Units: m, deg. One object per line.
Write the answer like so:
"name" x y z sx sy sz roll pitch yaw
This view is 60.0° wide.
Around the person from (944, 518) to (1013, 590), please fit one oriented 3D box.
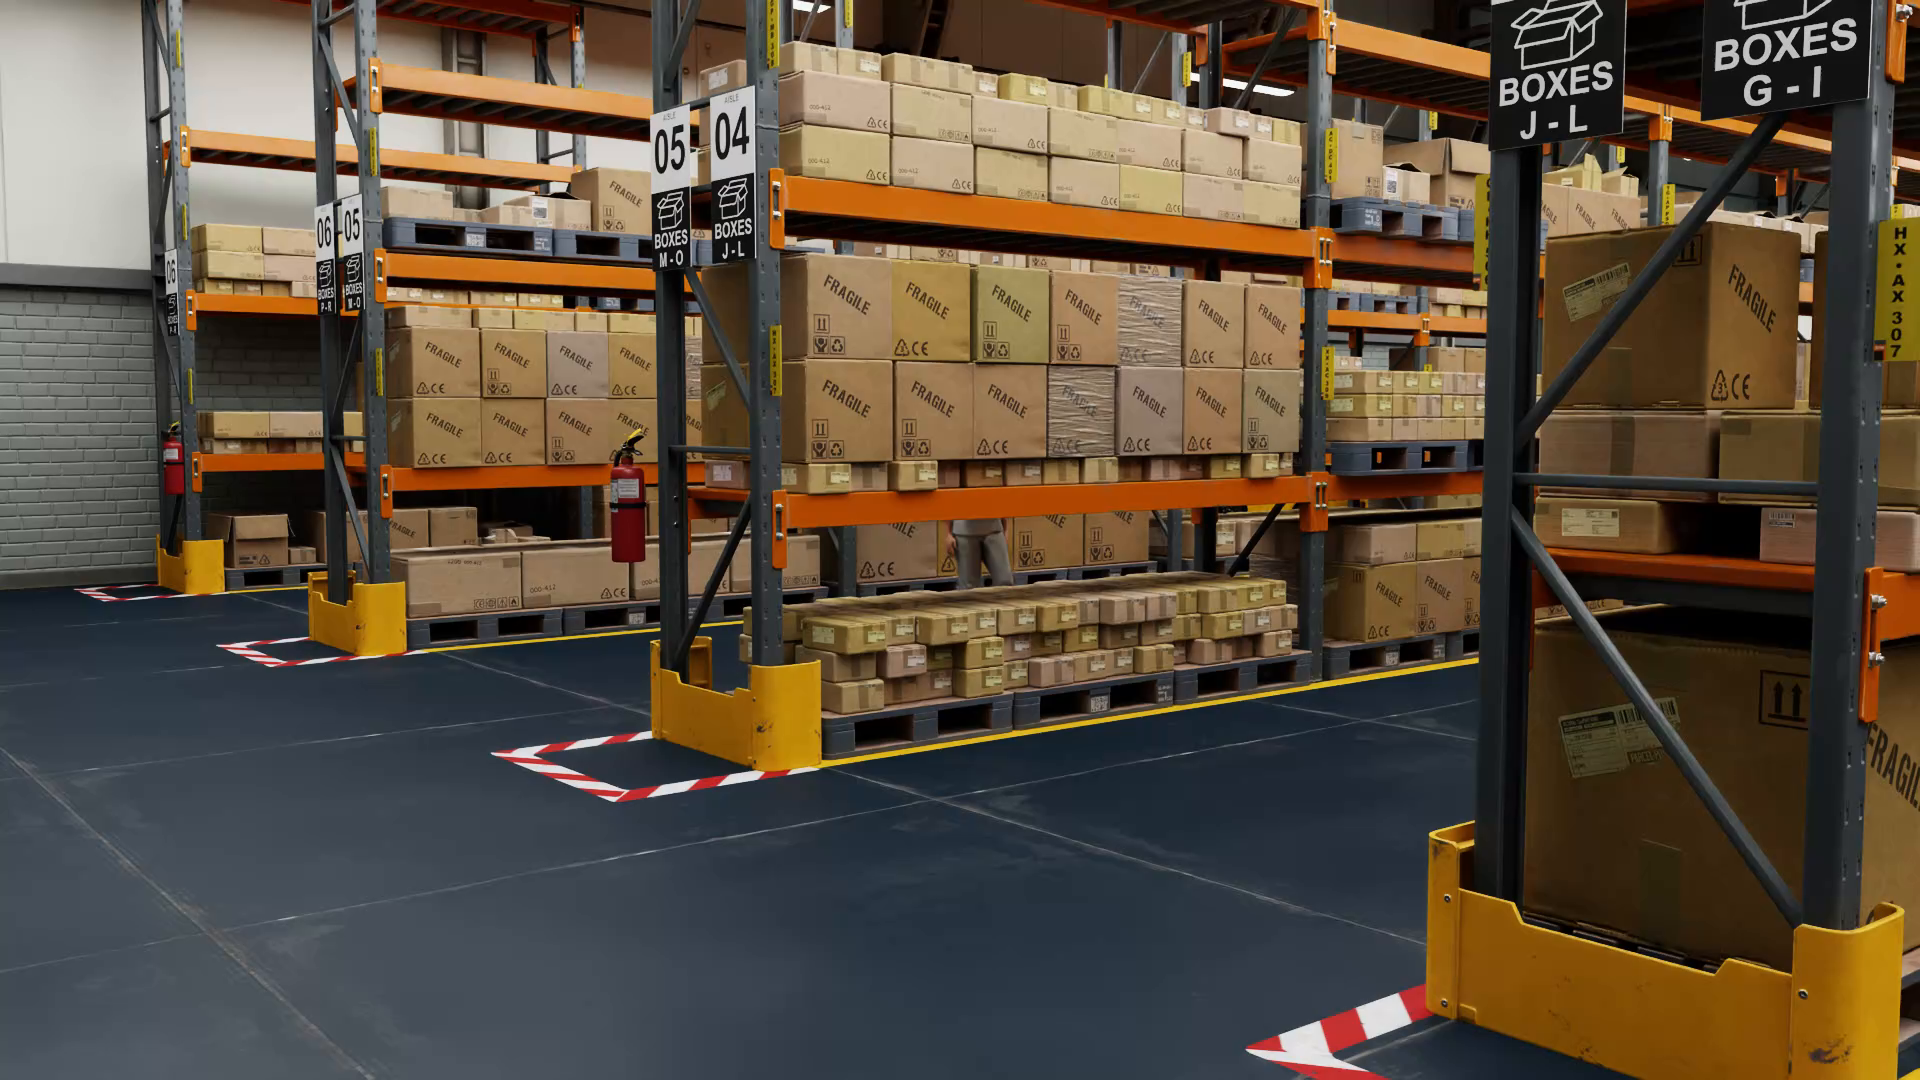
"person" 0.130 -0.012 11.393 0.481 1.692 0.399 -1 5 -17
